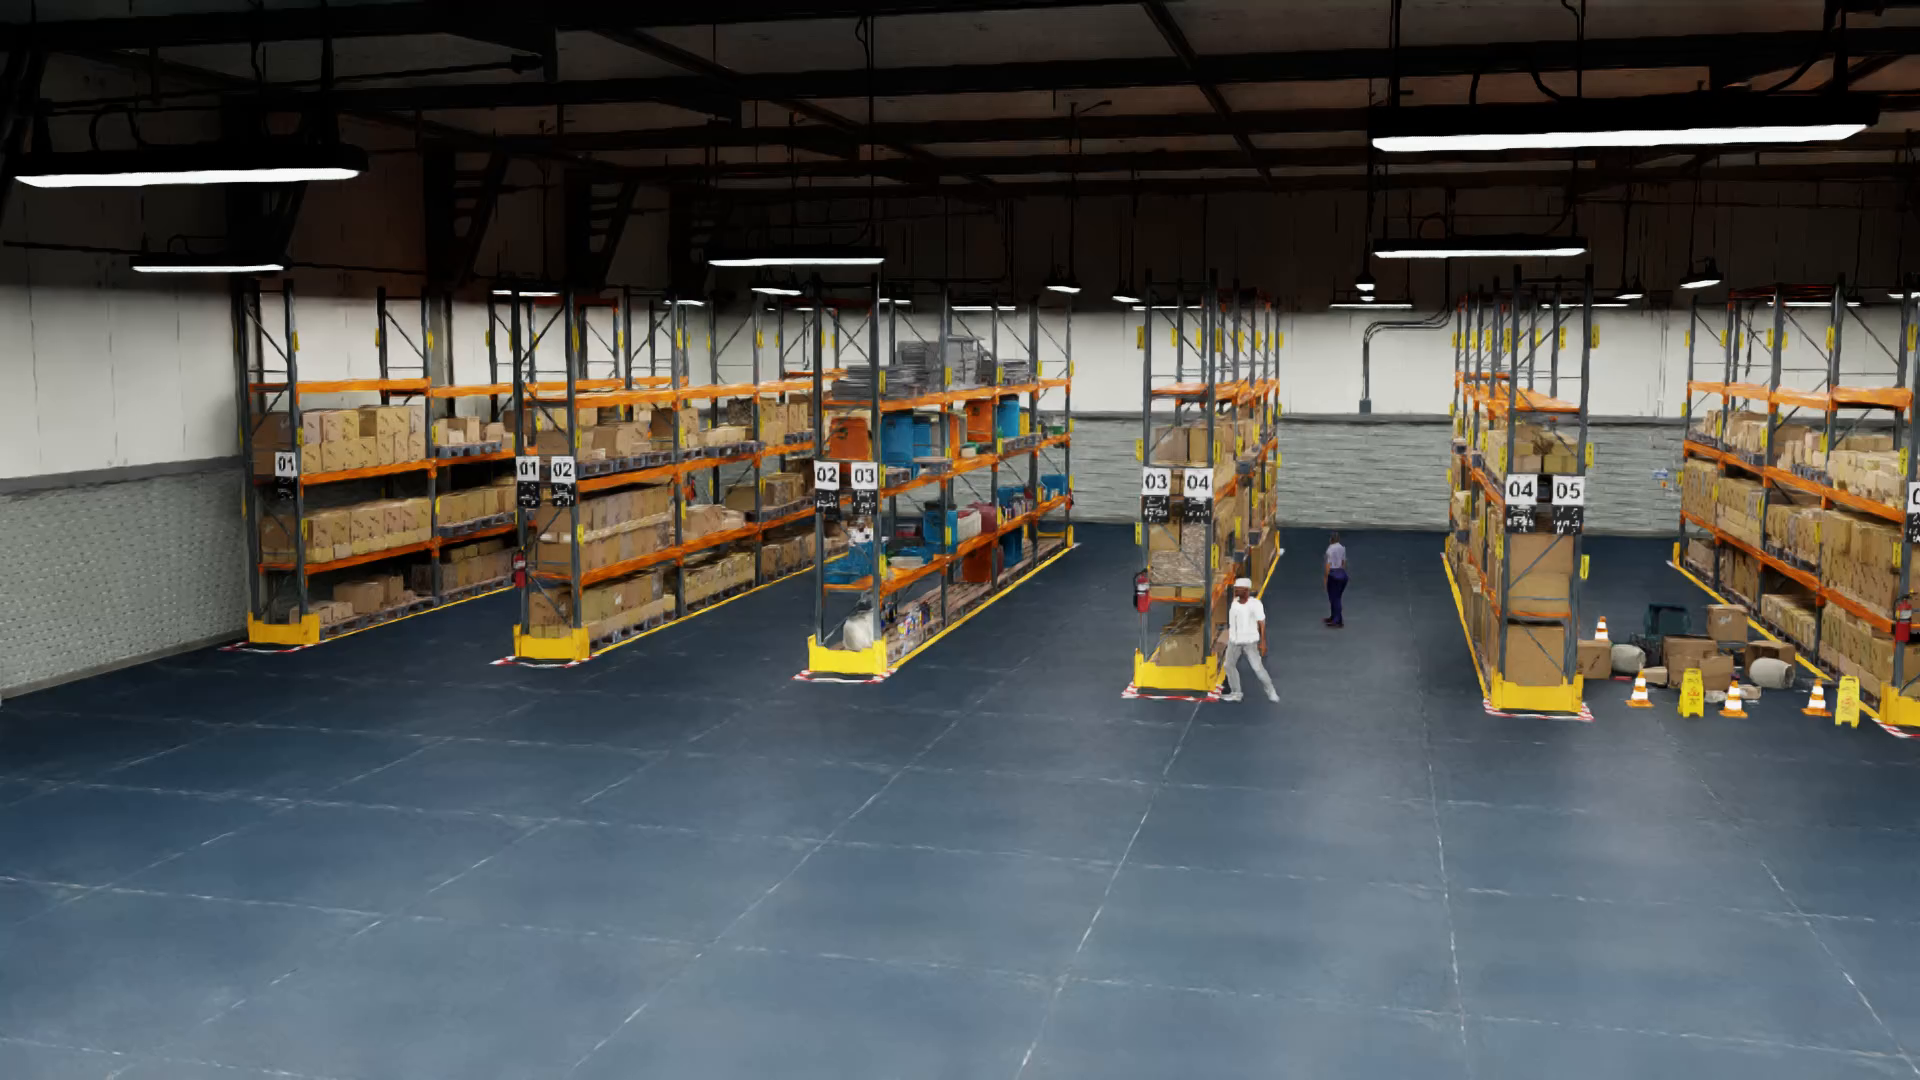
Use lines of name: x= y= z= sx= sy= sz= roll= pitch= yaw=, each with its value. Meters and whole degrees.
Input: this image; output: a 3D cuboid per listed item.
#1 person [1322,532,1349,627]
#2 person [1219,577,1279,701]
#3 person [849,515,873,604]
person: x=6.569 y=0.675 z=29.242 sx=0.556 sy=1.644 sz=0.598 roll=7 pitch=10 yaw=44
person: x=4.046 y=1.388 z=23.061 sx=0.622 sy=1.737 sz=0.764 roll=-5 pitch=9 yaw=-38
person: x=-1.877 y=0.344 z=31.819 sx=0.542 sy=1.675 sz=1.126 roll=2 pitch=7 yaw=16
